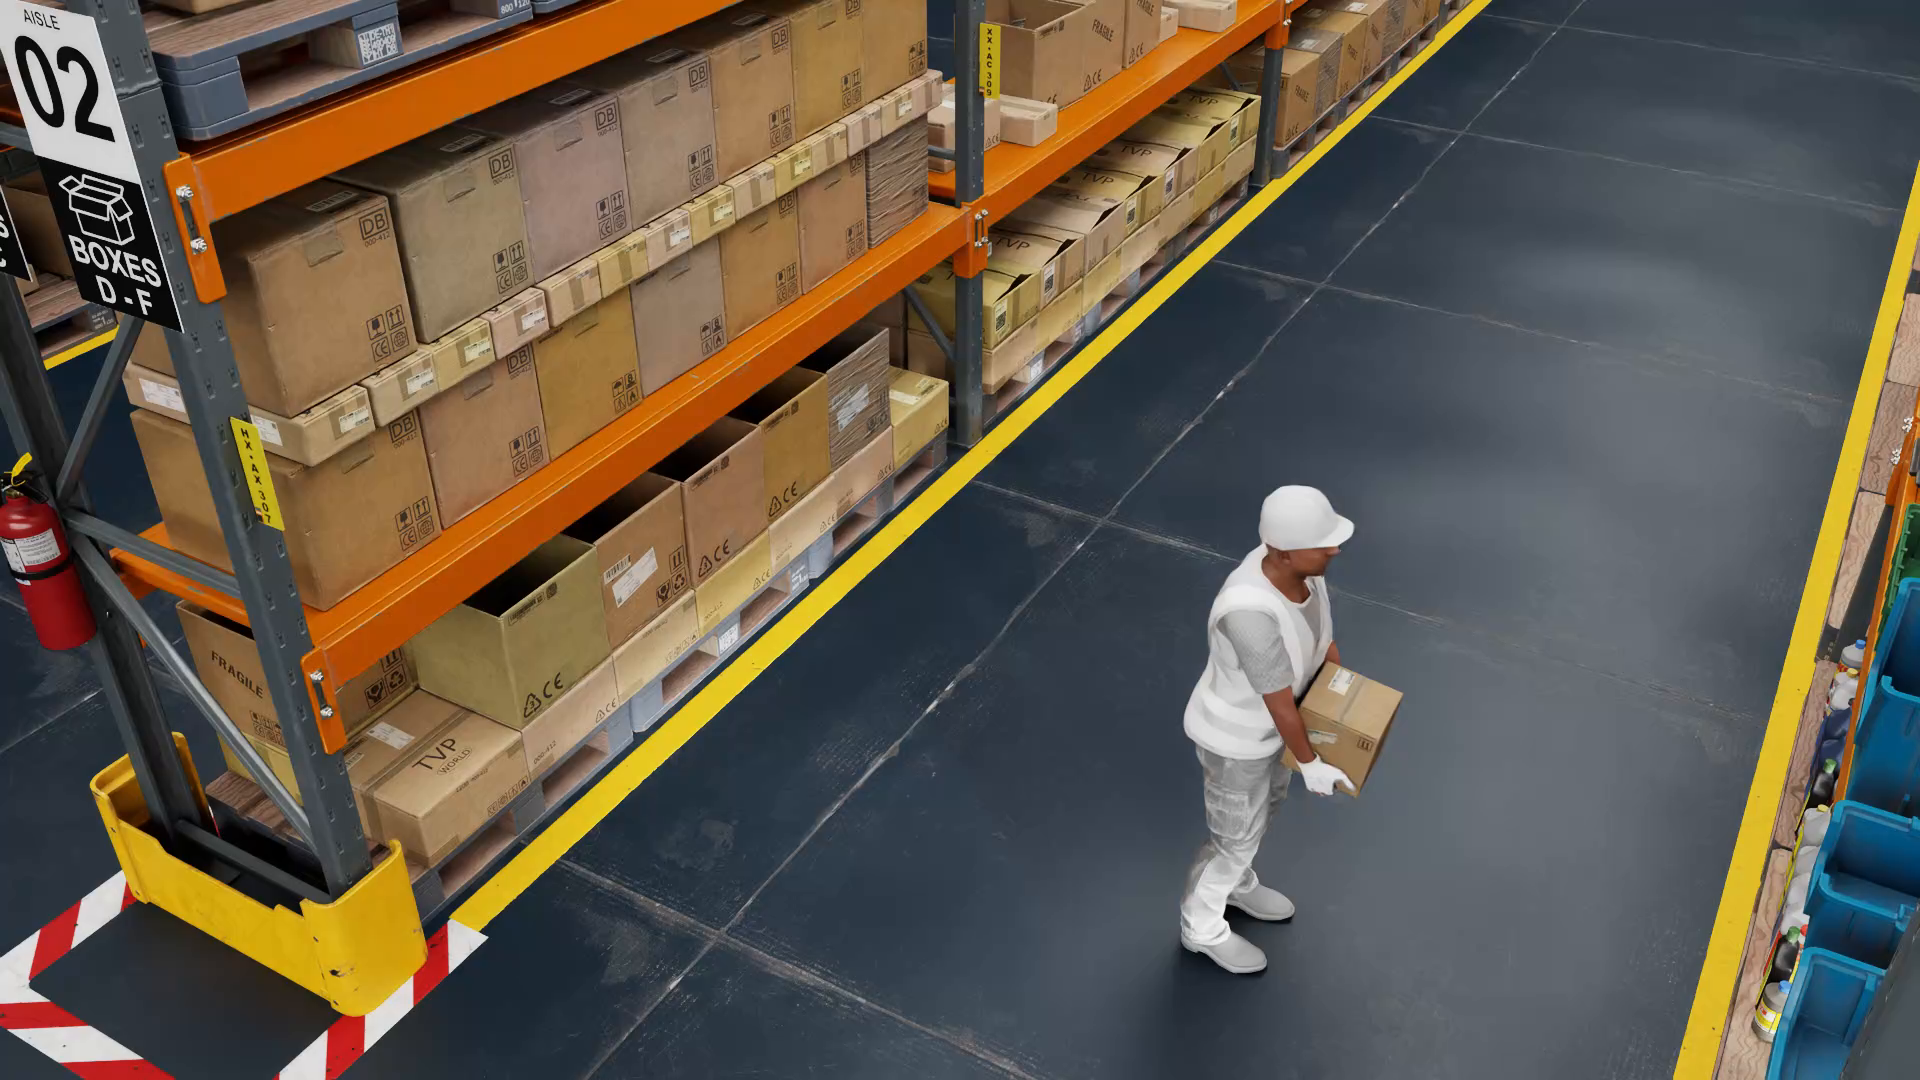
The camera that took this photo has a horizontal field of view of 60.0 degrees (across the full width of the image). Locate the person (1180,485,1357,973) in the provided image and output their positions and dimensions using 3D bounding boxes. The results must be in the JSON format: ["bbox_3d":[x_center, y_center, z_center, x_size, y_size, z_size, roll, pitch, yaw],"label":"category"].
[{"bbox_3d":[1.009,0.604,5.227,0.580,1.777,0.492,17,37,24],"label":"person"}]
